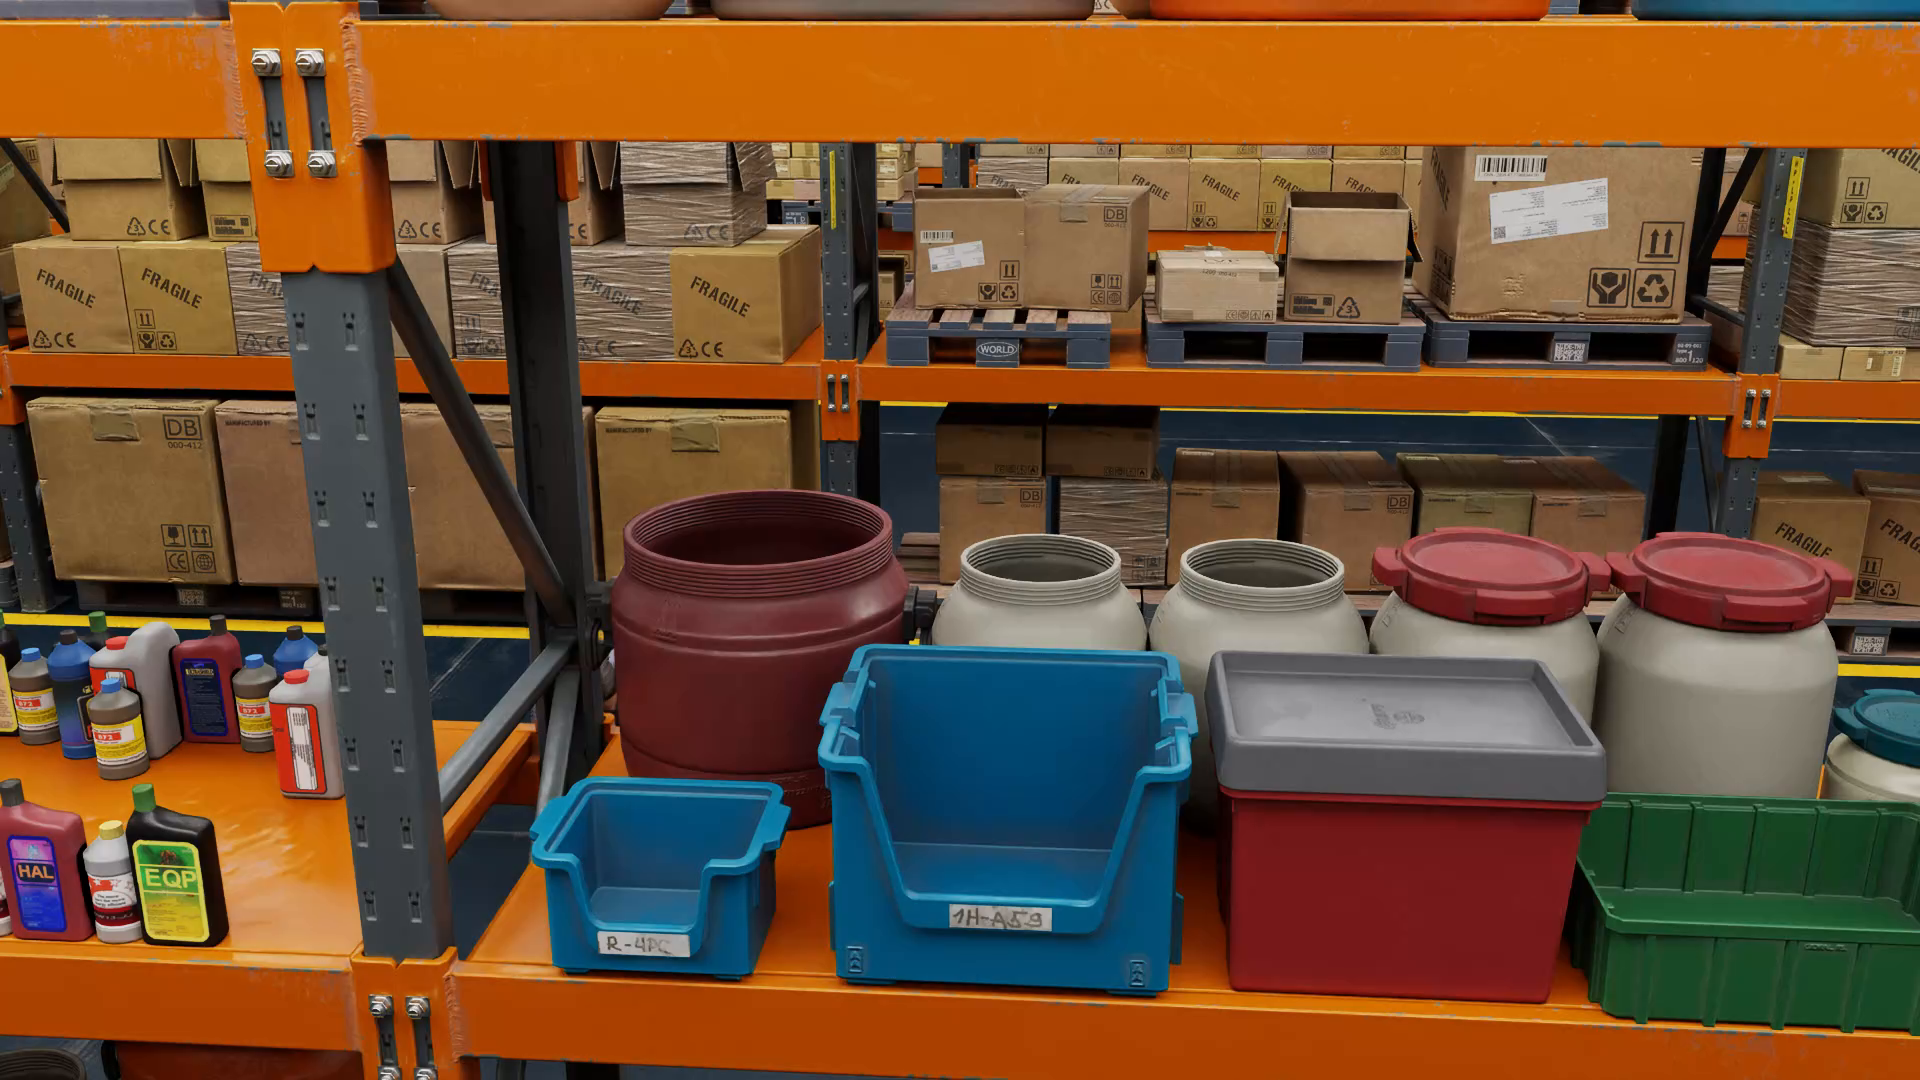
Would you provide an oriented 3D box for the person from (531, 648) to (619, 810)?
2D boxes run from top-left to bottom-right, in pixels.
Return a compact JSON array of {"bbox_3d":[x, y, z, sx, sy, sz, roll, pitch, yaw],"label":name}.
[{"bbox_3d":[-1.218,0.679,5.788,0.514,0.840,0.822,1,18,4],"label":"person"}]
